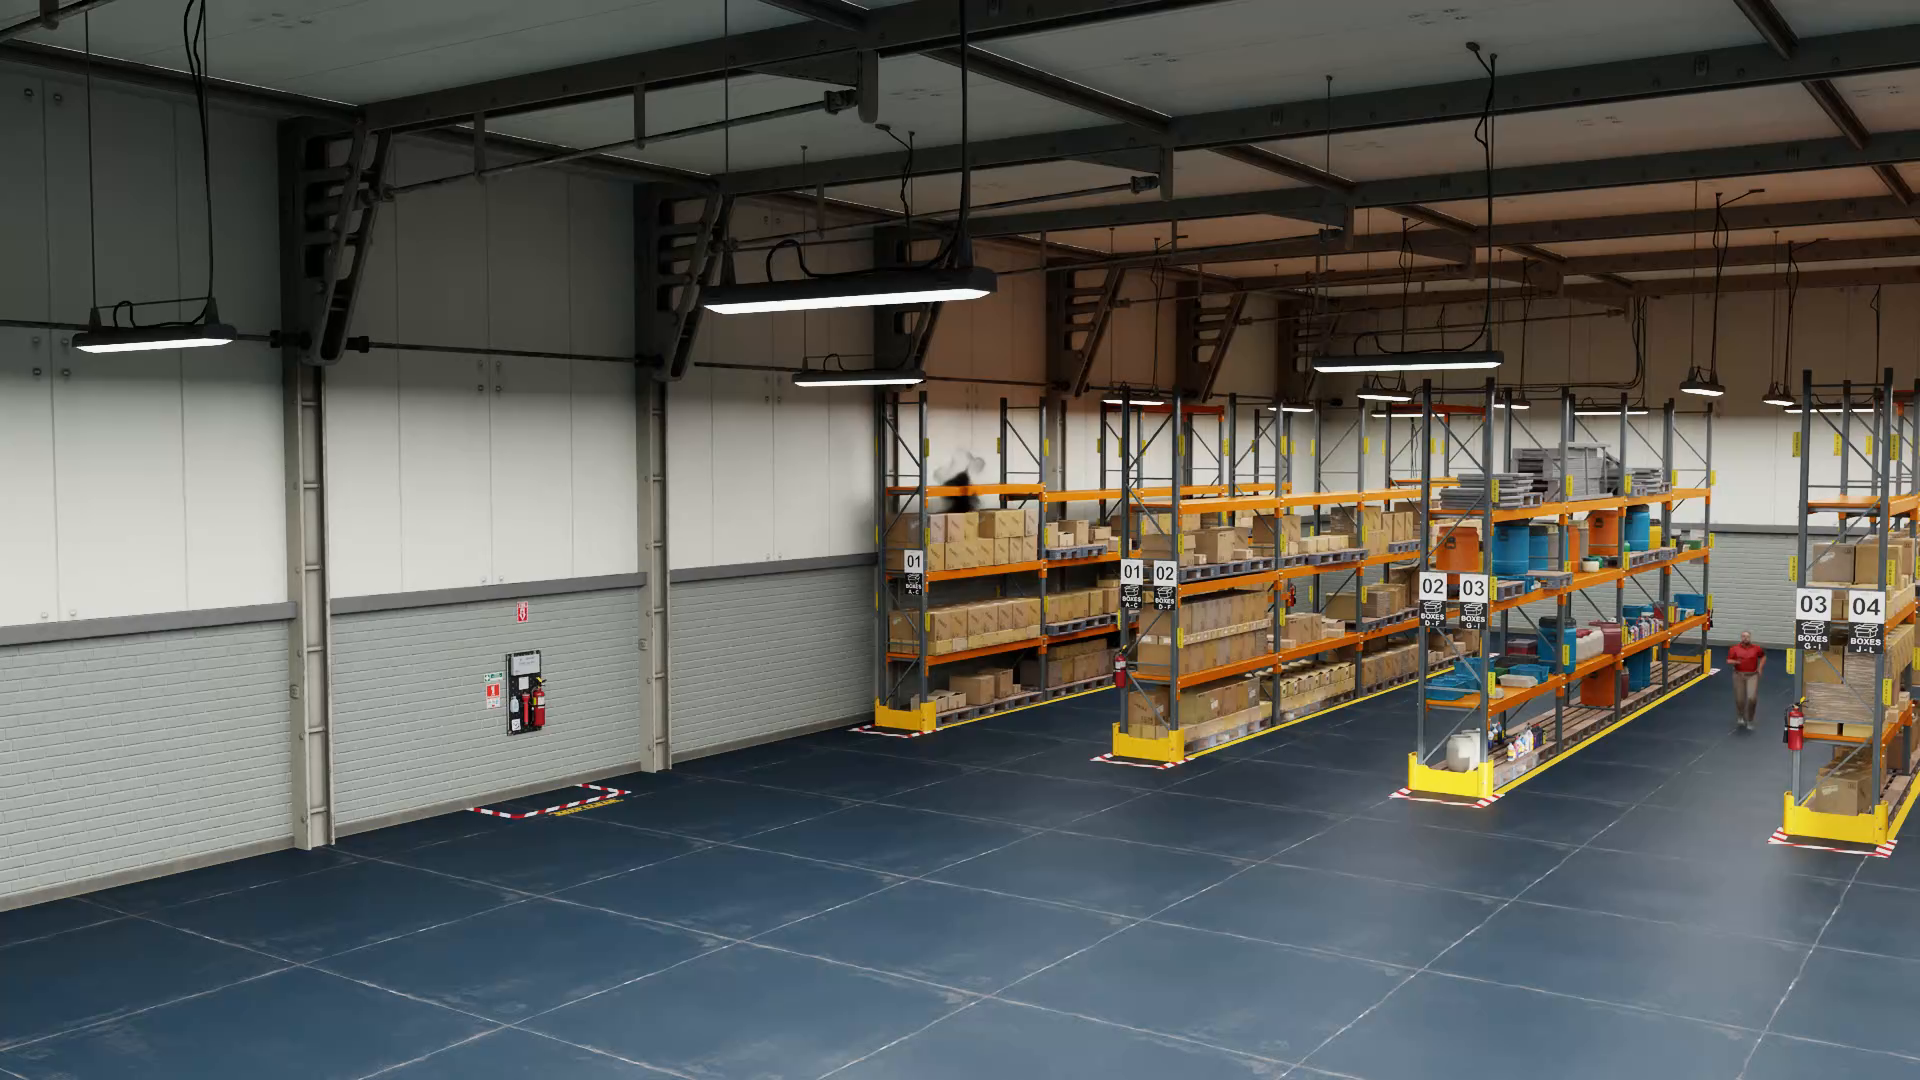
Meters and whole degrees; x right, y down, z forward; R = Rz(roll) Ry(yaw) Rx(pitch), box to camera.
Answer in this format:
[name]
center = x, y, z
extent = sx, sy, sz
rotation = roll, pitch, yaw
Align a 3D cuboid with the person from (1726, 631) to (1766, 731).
[person]
center = 13.994, 2.515, 29.624
extent = 0.640, 1.780, 0.726
rotation = 2, 4, 26
